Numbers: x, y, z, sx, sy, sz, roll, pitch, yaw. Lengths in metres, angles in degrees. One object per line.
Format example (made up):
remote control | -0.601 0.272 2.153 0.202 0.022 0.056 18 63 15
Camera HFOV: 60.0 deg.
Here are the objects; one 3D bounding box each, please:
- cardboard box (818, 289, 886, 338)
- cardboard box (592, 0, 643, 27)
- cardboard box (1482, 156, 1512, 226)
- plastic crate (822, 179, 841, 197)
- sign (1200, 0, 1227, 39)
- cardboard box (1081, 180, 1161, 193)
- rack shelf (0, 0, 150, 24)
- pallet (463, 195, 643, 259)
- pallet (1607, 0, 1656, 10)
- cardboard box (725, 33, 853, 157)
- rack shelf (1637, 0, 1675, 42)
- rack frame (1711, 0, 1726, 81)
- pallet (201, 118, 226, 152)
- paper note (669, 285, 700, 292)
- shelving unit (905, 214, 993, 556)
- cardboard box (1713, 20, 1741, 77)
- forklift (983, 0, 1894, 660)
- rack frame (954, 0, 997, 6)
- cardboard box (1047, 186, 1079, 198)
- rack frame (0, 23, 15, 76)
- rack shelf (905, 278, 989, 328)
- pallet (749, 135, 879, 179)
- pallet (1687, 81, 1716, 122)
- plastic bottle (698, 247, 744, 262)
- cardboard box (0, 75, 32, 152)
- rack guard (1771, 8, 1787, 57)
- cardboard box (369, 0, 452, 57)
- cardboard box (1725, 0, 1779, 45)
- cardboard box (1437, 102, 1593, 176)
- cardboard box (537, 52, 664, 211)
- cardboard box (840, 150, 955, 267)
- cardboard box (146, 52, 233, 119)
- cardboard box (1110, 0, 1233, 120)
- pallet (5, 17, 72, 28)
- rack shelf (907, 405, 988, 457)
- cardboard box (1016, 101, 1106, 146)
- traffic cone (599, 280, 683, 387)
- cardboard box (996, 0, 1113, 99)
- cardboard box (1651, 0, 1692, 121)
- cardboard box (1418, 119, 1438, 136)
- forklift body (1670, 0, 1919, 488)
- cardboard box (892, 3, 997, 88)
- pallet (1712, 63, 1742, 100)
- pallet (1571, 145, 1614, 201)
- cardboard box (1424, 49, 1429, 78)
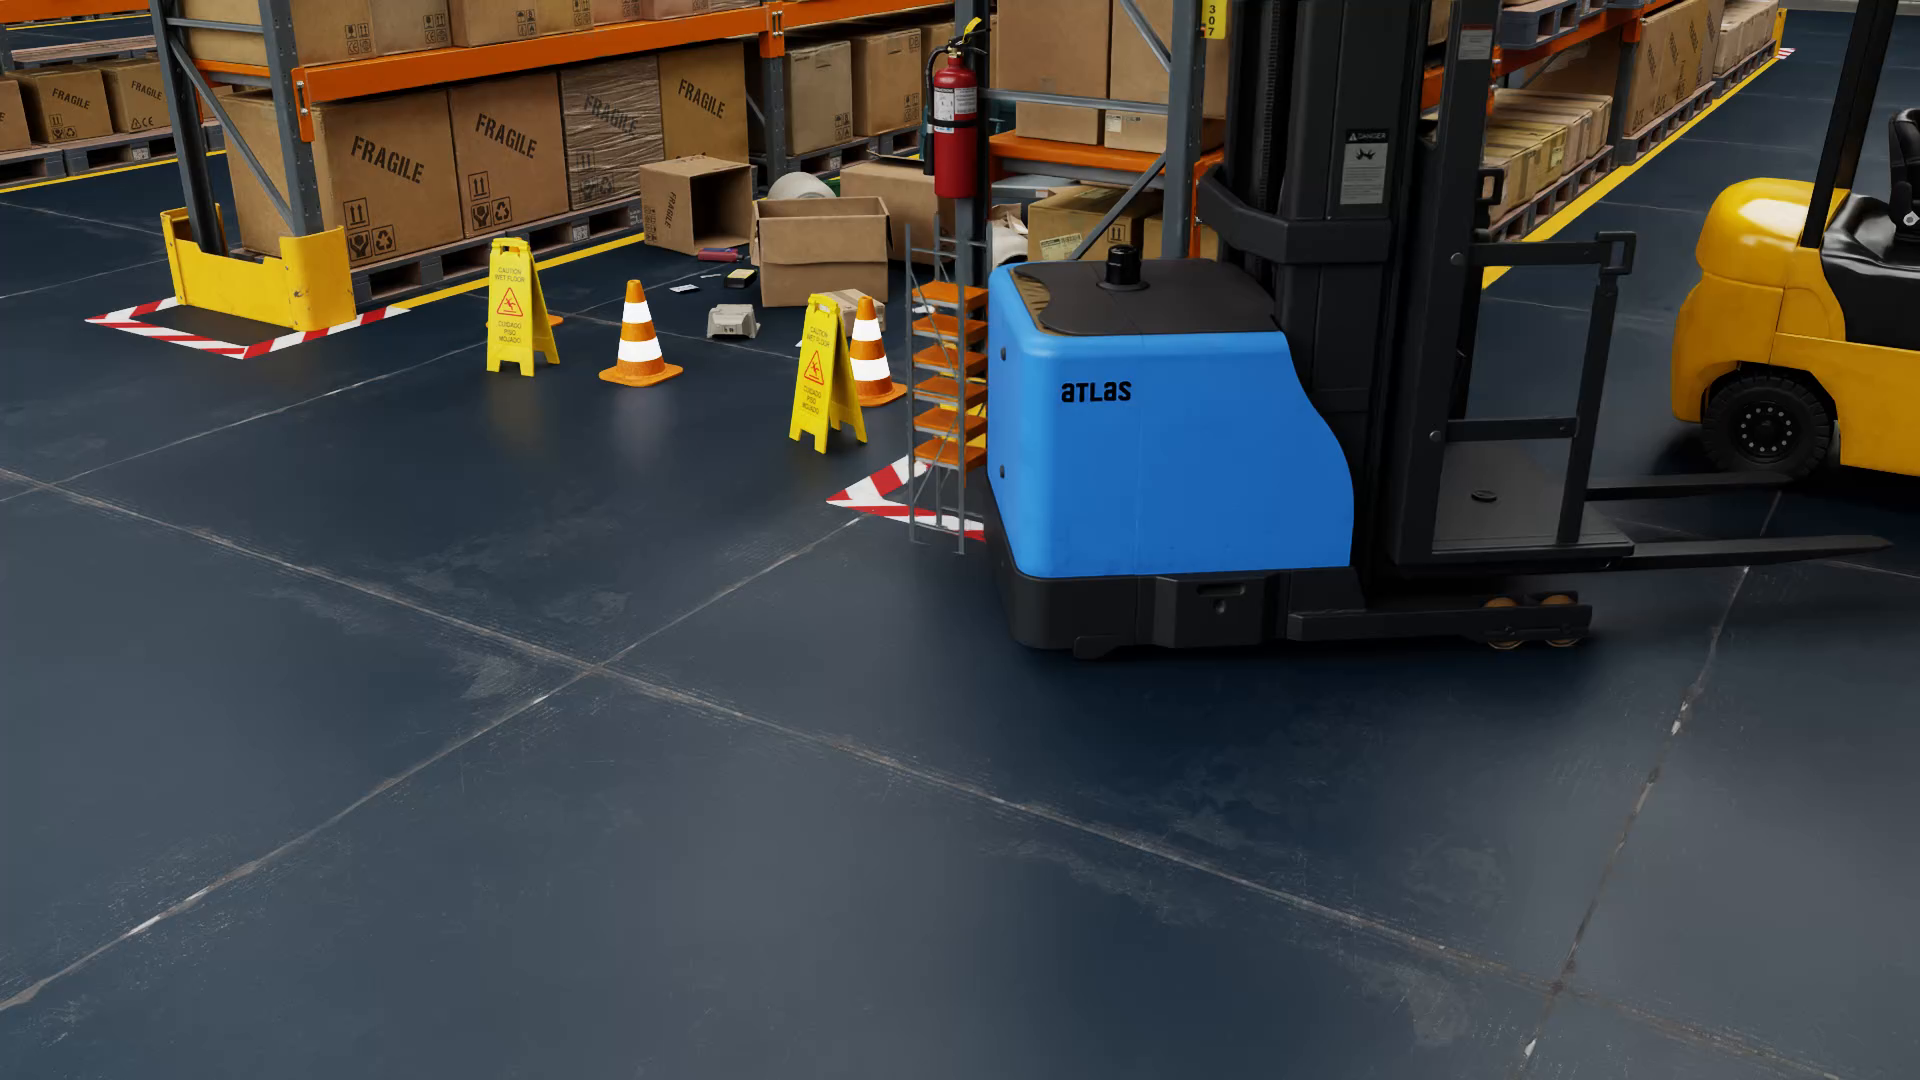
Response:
cardboard box | -0.590 -1.210 8.857 0.250 0.149 0.380 -12 26 -26
cardboard box | -2.554 -3.600 10.601 0.875 0.550 0.550 14 27 29
cardboard box | 2.820 -2.167 10.259 0.950 0.372 0.625 14 27 30
plastic crate | -0.692 -2.409 11.505 0.662 0.188 0.450 -12 16 -26
sign | 0.896 -1.936 5.857 0.100 0.325 0.005 14 27 29
cardboard box | 0.773 -1.688 7.546 0.380 0.149 0.250 15 27 30
rack shelf | -6.929 -4.074 12.791 1.077 0.370 4.000 14 27 29
pallet | -2.824 -2.073 10.772 1.003 0.211 1.213 14 27 29
pallet | 4.370 -4.002 11.960 1.213 0.211 1.003 14 27 29
cardboard box | -1.462 -3.395 12.619 1.050 0.750 0.750 14 27 29
rack shelf | 5.710 -4.698 14.231 1.077 0.370 4.000 14 27 29
rack frame | 6.765 -5.703 15.648 1.000 3.000 0.127 14 27 29
pallet | -6.198 -3.566 14.221 1.003 0.211 1.213 14 27 29
paper note | -1.576 -1.452 9.568 0.142 0.017 0.144 -17 29 -35
shelving unit | -0.037 -0.550 6.010 0.258 1.200 0.189 14 27 30
cardboard box | 7.188 -4.909 16.511 0.875 0.438 0.875 13 27 28
forklift | 1.636 -1.195 5.321 3.031 2.935 1.130 -2 24 -5
rack frame | 0.397 -5.356 14.846 1.000 3.000 0.127 14 27 29
cardboard box | 0.824 -1.780 9.730 0.500 0.500 0.500 -7 24 -17
rack frame | -10.082 -6.117 16.605 1.000 3.000 0.127 14 27 29
rack shelf | -0.037 -0.840 5.884 0.258 0.103 0.180 14 27 30
pallet | -1.370 -3.002 12.920 1.003 0.211 1.213 14 27 29
pallet | 6.422 -4.147 15.563 1.003 0.211 1.213 14 27 29
plastic bottle | -1.454 -1.751 10.219 0.283 0.061 0.133 5 24 11
cardboard box | -7.354 -3.191 12.464 0.500 0.500 0.500 -20 31 -39
rack guard | 8.888 -5.914 19.281 1.175 0.500 0.348 14 27 29
cardboard box | -3.395 -3.050 9.330 0.875 0.550 0.550 14 27 29
cardboard box | 8.612 -5.826 18.629 0.875 0.438 0.875 13 27 27
cardboard box | 3.966 -2.900 11.953 0.950 0.372 0.625 13 27 28
cardboard box | -2.577 -2.721 10.905 0.875 0.875 0.875 14 27 29
cardboard box | -0.303 -2.010 10.089 0.797 0.637 0.503 14 27 29
cardboard box | -6.415 -3.803 13.878 0.500 0.500 0.500 -18 29 -36
cardboard box | 0.921 -1.937 6.448 0.500 0.500 0.500 13 27 28
pallet | -12.645 -6.957 22.056 1.003 0.211 1.213 14 27 29
rack shelf | -0.037 -0.399 6.075 0.258 0.103 0.180 14 27 30
cardboard box | 0.451 -1.708 6.737 0.380 0.149 0.250 15 28 31
traffic cone | -1.556 -1.022 8.028 0.336 0.463 0.334 14 27 29
cardboard box | 0.487 -2.076 6.769 0.500 0.500 0.500 13 27 28
cardboard box | 5.564 -4.086 14.059 0.875 0.875 0.875 14 27 30
cardboard box | 2.461 -2.022 9.133 0.500 0.500 0.500 13 27 28
forklift body | 4.105 -1.247 6.422 2.313 2.155 1.214 14 27 29
cardboard box | -0.001 -4.330 14.779 1.050 0.750 0.750 13 27 28
pallet | 7.233 -4.663 16.756 1.003 0.211 1.213 14 27 29
pallet | 4.242 -2.810 12.474 1.003 0.211 1.213 14 27 29
cardboard box | 2.101 -2.371 8.268 0.380 0.149 0.250 13 27 28
